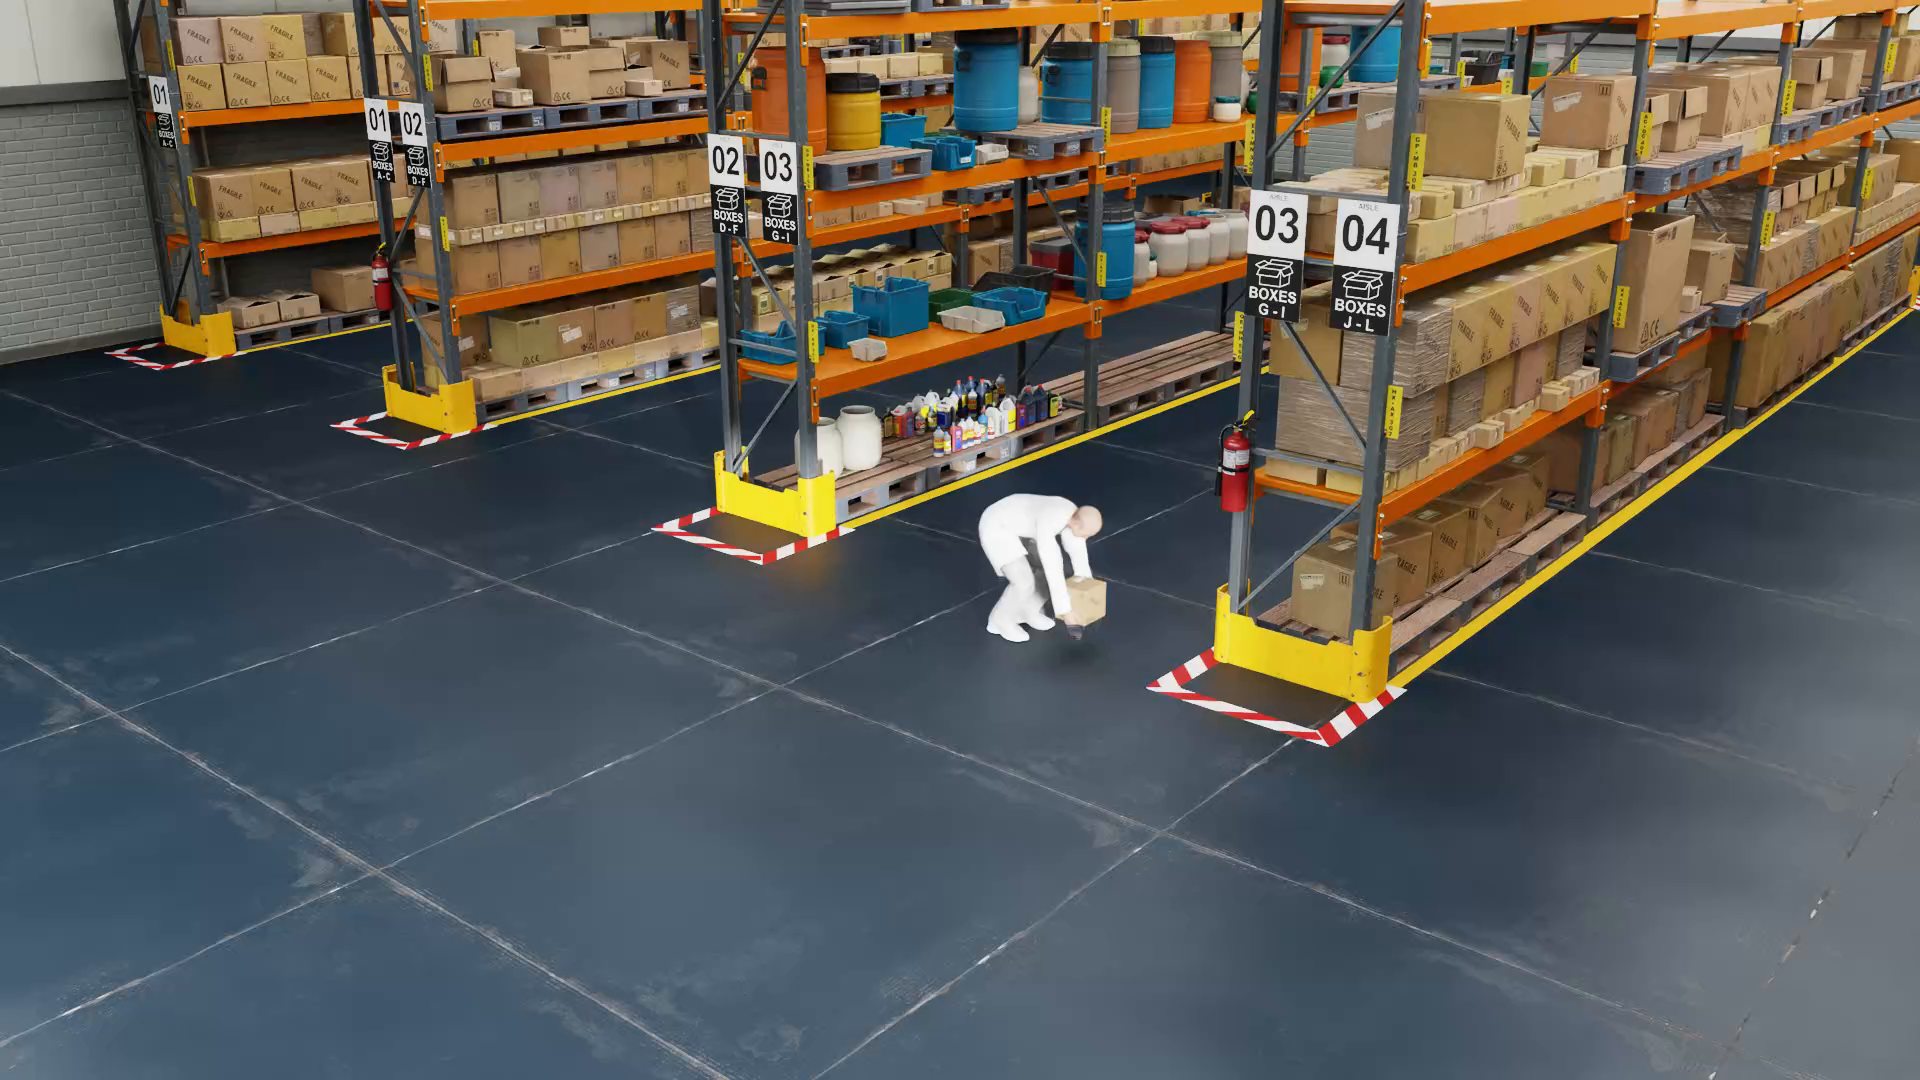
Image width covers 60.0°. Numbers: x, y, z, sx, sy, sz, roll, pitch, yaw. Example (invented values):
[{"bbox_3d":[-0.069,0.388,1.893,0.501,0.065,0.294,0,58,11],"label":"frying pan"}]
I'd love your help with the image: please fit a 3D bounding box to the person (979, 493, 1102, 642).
[{"bbox_3d":[0.561,0.192,11.640,0.943,1.045,0.593,14,24,34],"label":"person"}]
